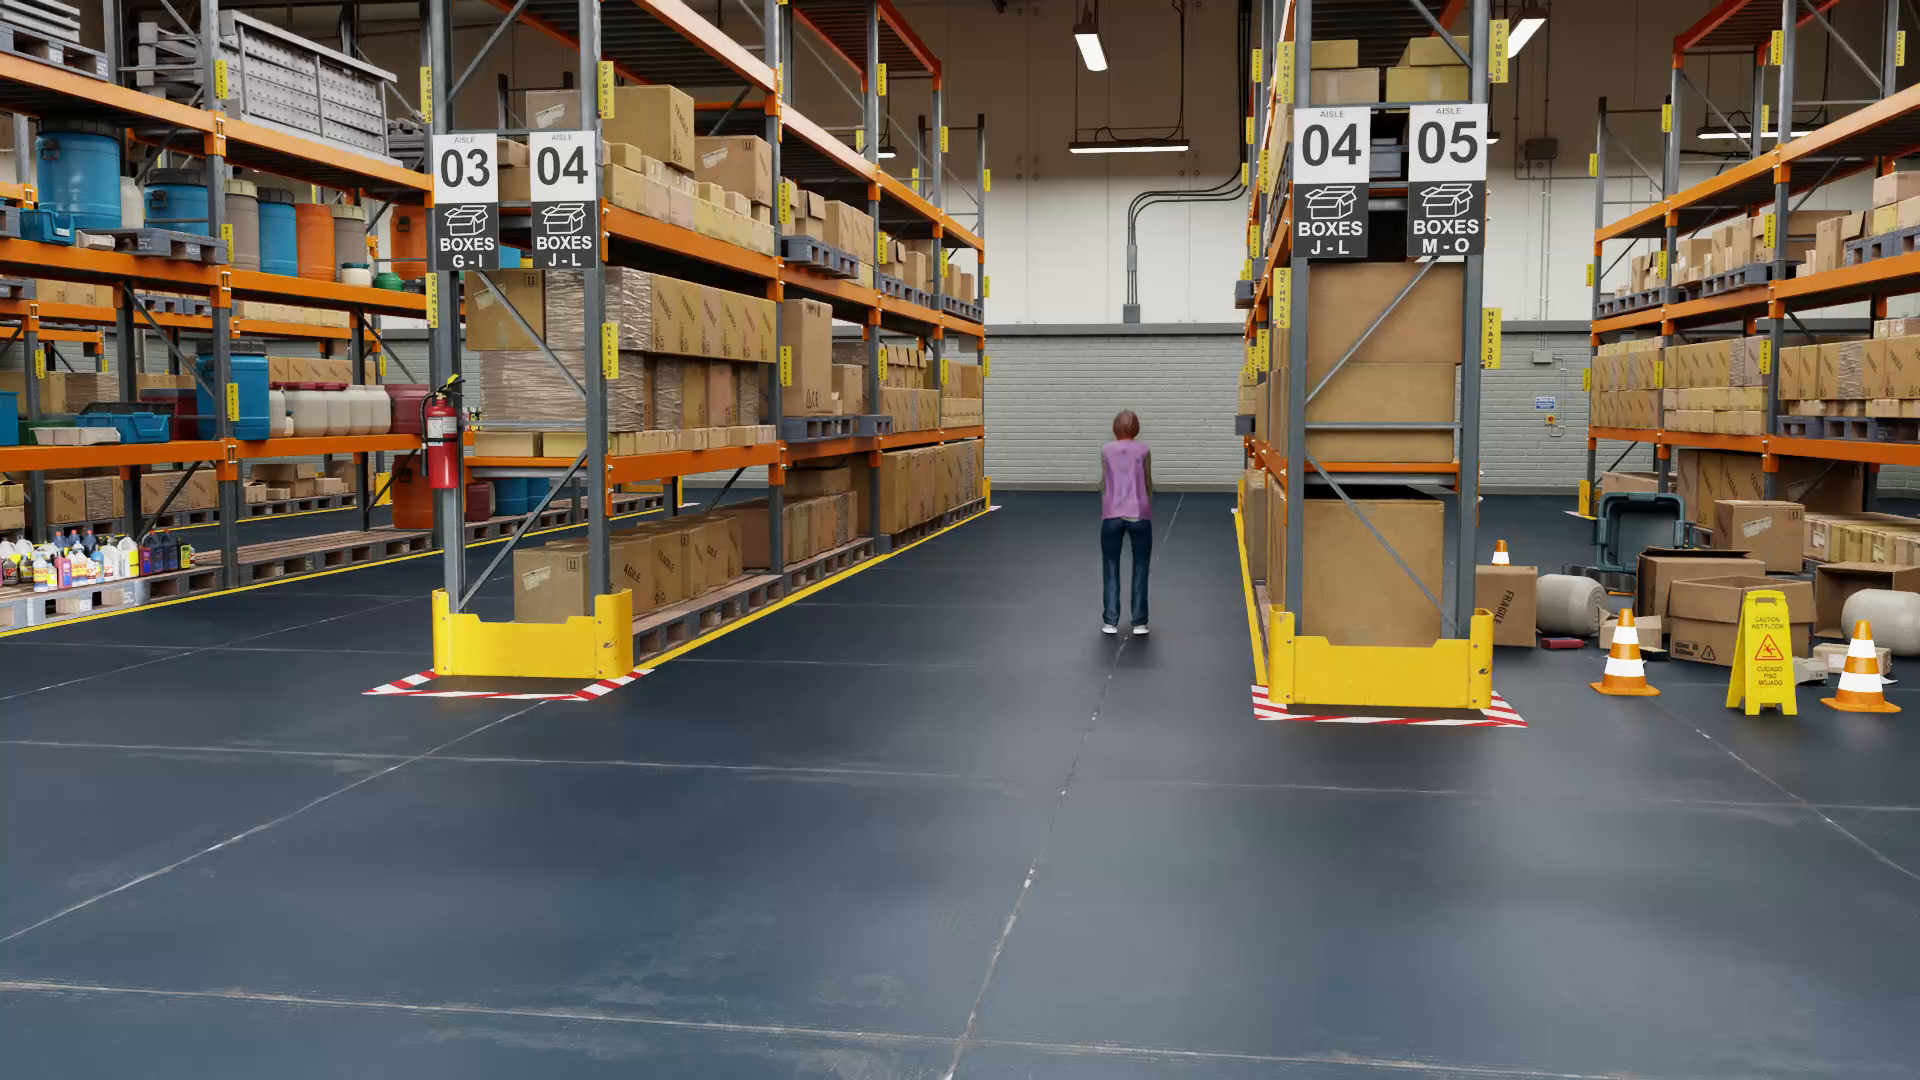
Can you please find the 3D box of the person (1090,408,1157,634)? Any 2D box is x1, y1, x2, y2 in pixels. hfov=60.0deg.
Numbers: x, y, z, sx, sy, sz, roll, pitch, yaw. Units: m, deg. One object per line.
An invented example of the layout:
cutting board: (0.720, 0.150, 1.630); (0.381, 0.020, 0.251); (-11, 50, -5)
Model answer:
person: (1.154, -0.130, 11.720); (0.483, 1.592, 0.347); (0, 5, 5)
